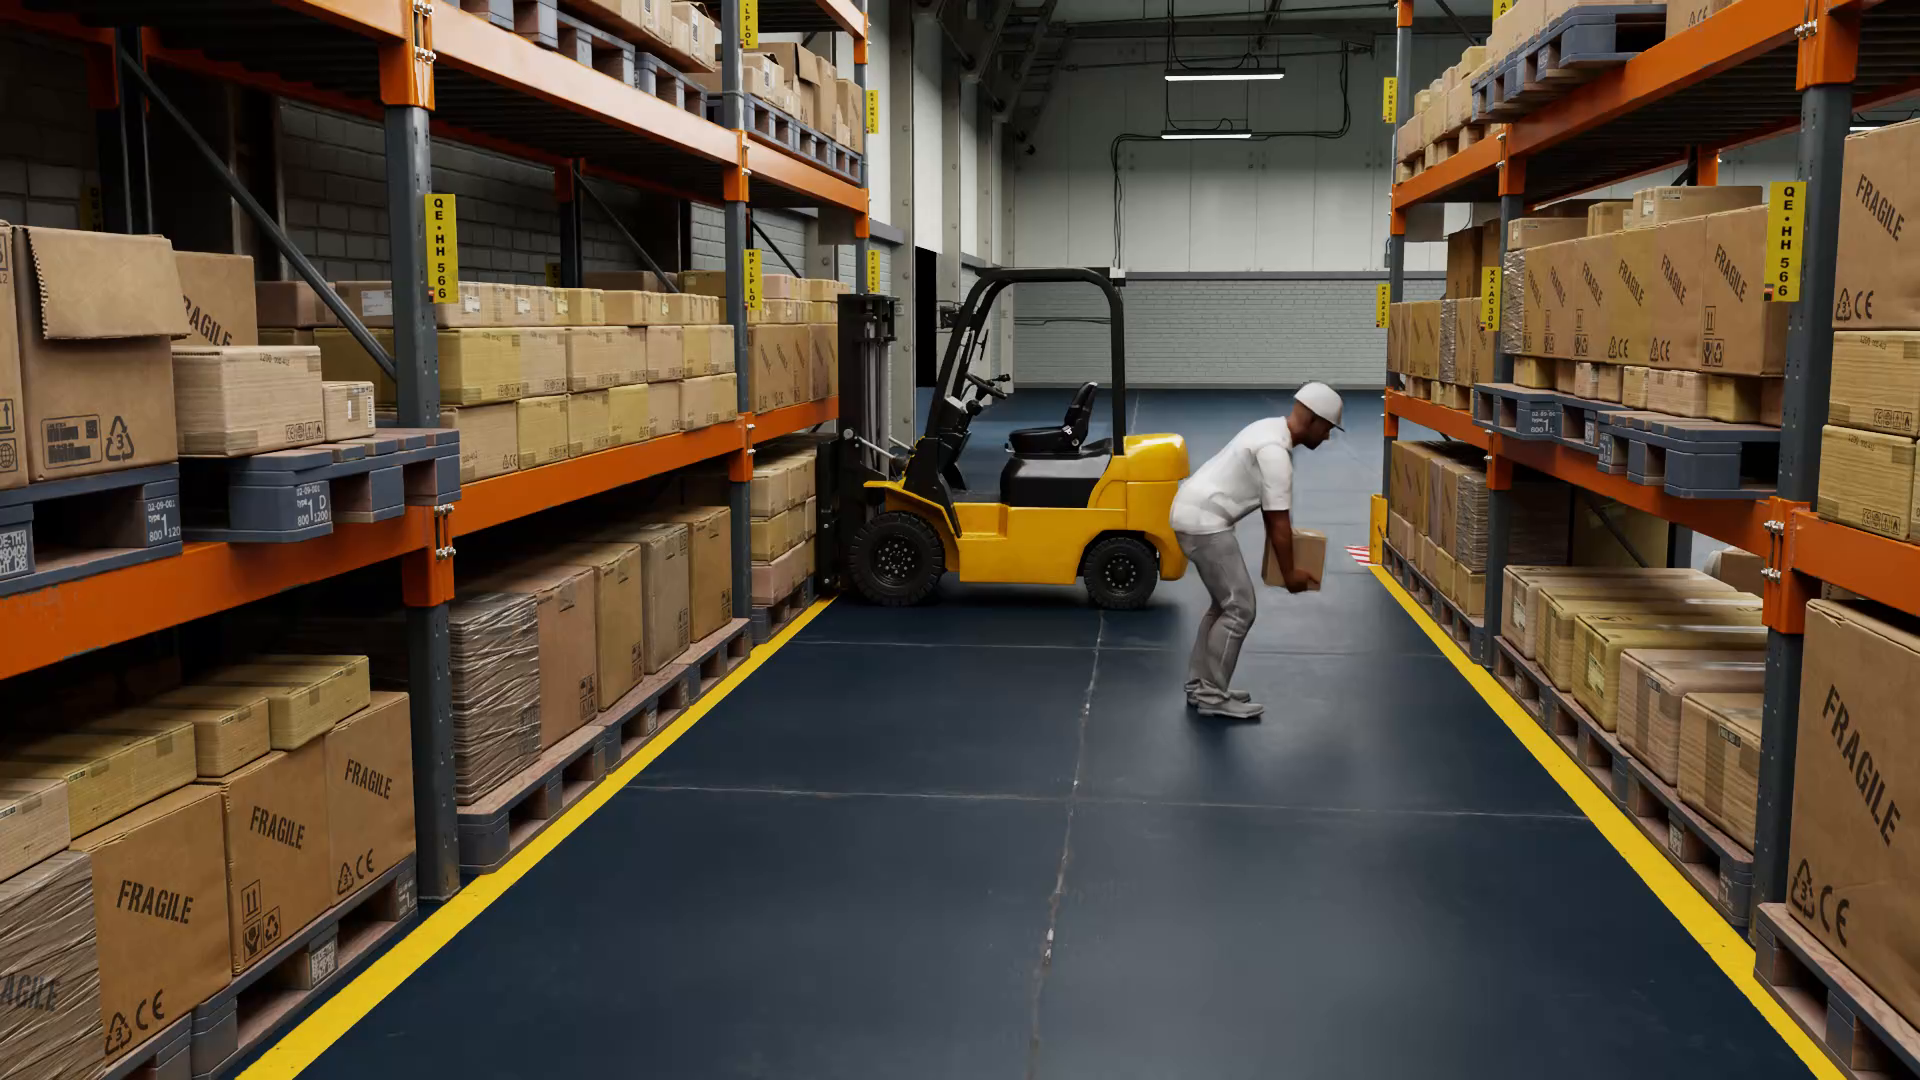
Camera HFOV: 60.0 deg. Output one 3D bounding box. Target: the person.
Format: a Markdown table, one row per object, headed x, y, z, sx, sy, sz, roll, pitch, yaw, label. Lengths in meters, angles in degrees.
| x | y | z | sx | sy | sz | roll | pitch | yaw | label |
| --- | --- | --- | --- | --- | --- | --- | --- | --- | --- |
| 1.375 | 0.038 | 7.757 | 0.802 | 1.543 | 0.488 | 1 | 8 | 5 | person |
